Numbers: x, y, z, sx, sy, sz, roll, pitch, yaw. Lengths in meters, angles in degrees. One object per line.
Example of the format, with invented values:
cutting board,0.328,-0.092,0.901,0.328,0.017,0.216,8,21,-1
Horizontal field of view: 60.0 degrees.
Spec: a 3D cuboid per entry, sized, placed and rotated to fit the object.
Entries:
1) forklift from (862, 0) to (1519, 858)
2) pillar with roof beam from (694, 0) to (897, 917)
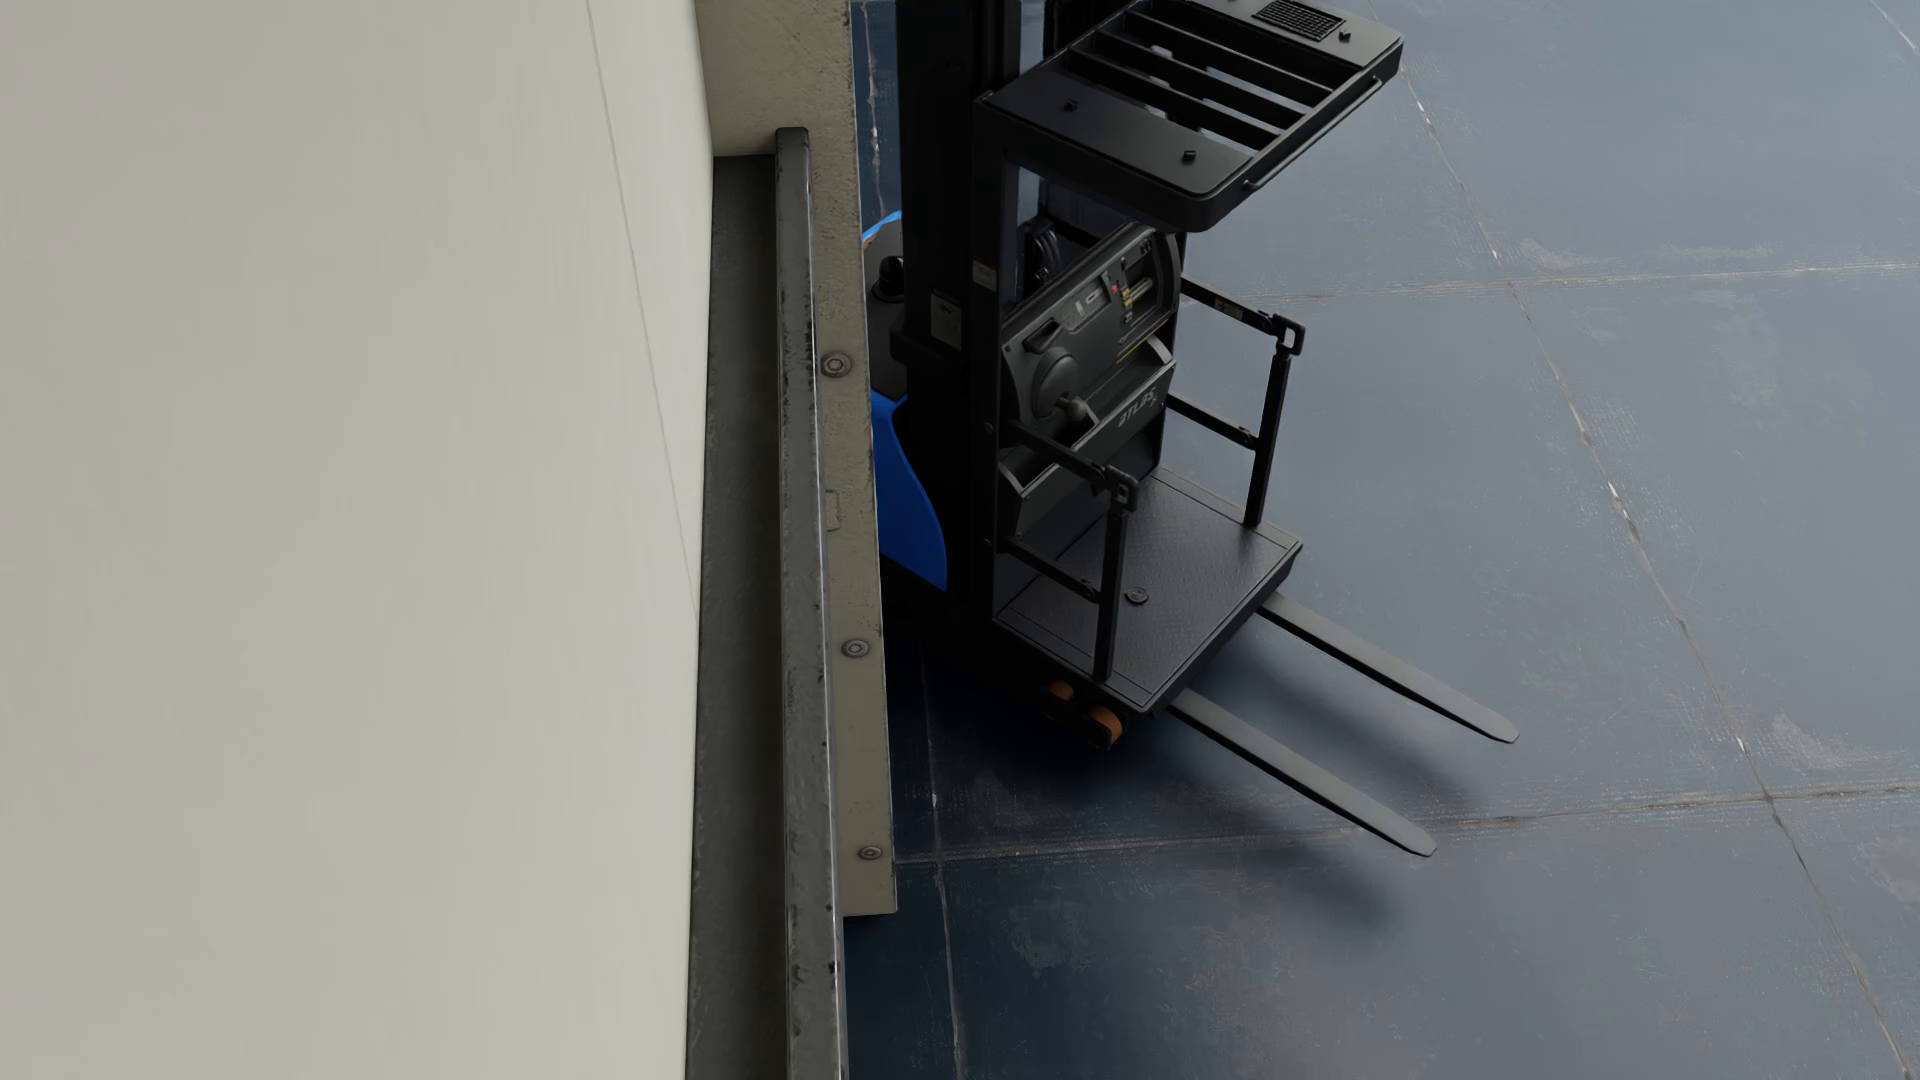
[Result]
forklift,0.616,-0.676,5.508,3.031,2.935,1.130,31,54,26
pillar with roof beam,3.906,-2.218,2.789,9.100,9.000,0.400,-3,47,-3
